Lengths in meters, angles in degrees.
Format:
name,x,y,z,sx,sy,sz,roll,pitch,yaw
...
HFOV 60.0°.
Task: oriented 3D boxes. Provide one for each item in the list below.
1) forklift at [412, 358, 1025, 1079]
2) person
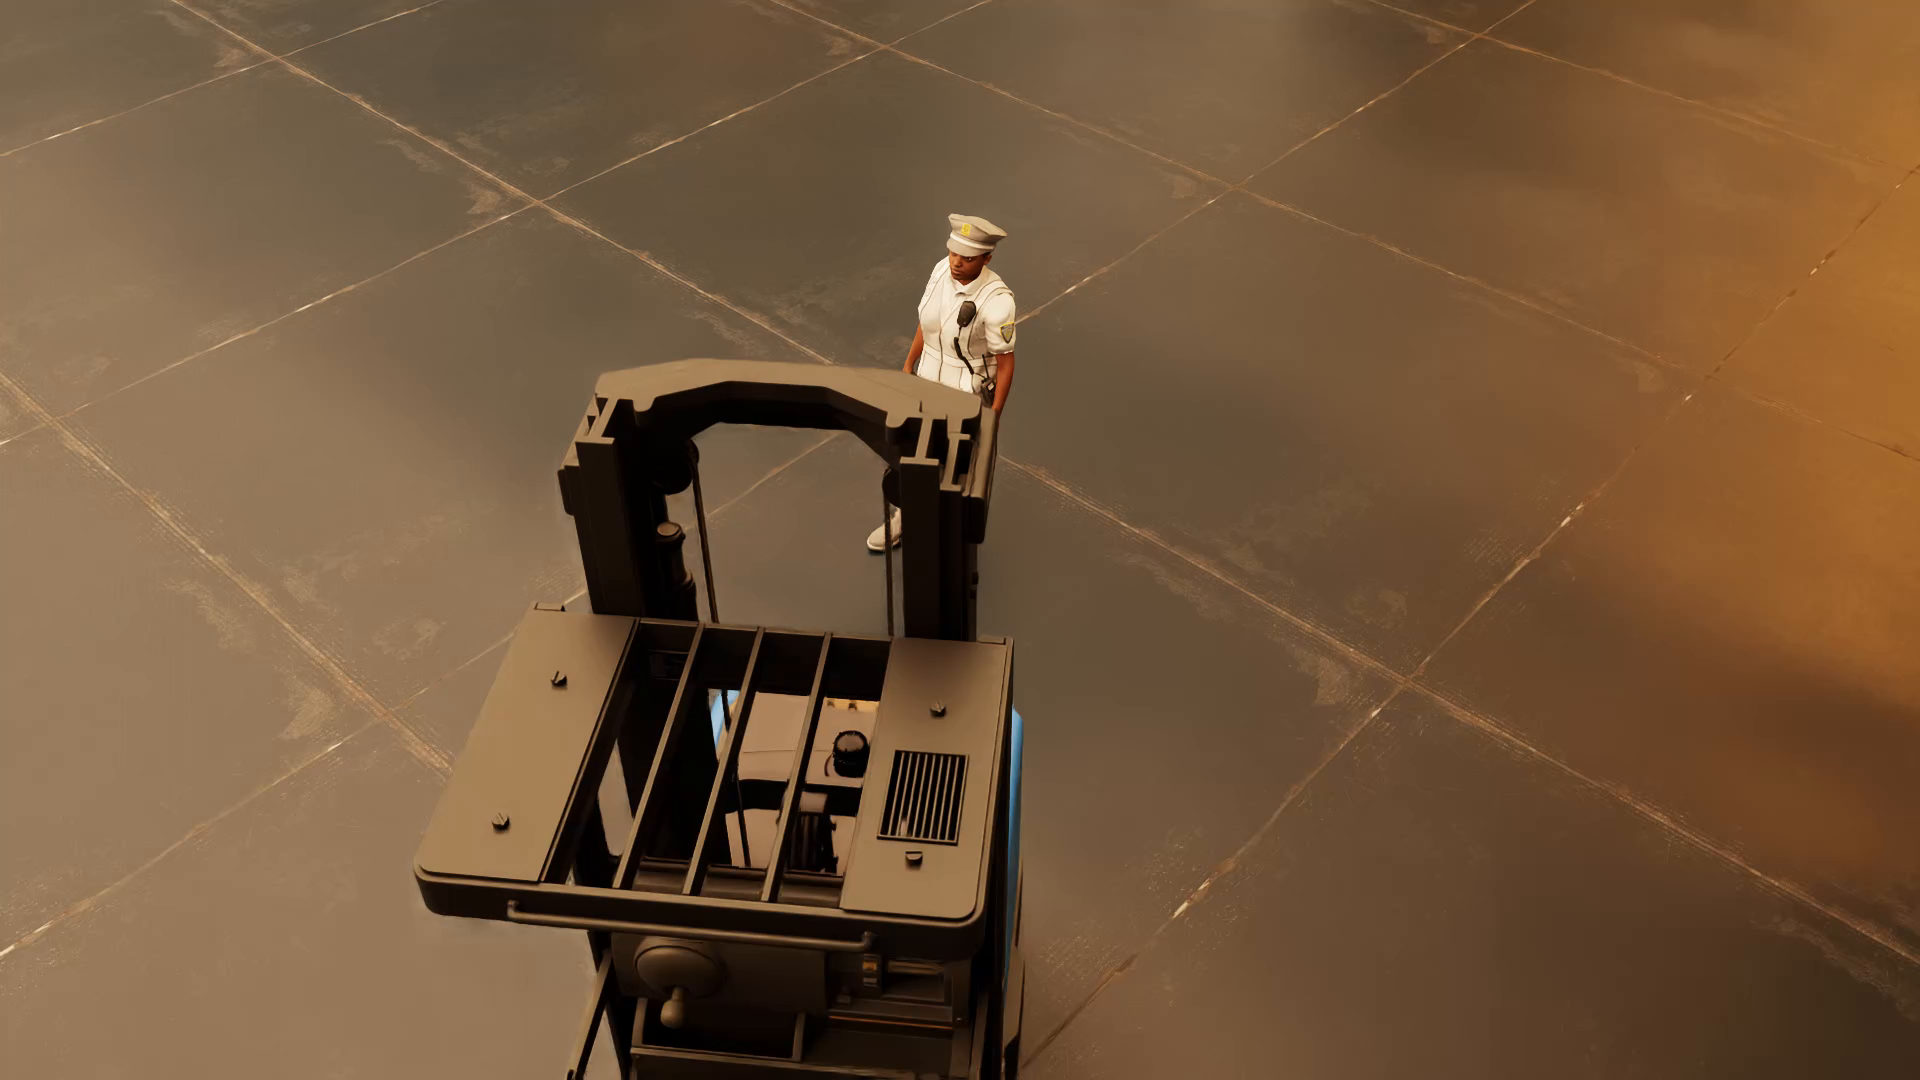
name,x,y,z,sx,sy,sz,roll,pitch,yaw
forklift,-0.452,1.152,4.086,1.130,2.935,3.031,4,41,5
person,-0.065,-0.621,7.091,0.569,1.695,0.530,31,49,31
